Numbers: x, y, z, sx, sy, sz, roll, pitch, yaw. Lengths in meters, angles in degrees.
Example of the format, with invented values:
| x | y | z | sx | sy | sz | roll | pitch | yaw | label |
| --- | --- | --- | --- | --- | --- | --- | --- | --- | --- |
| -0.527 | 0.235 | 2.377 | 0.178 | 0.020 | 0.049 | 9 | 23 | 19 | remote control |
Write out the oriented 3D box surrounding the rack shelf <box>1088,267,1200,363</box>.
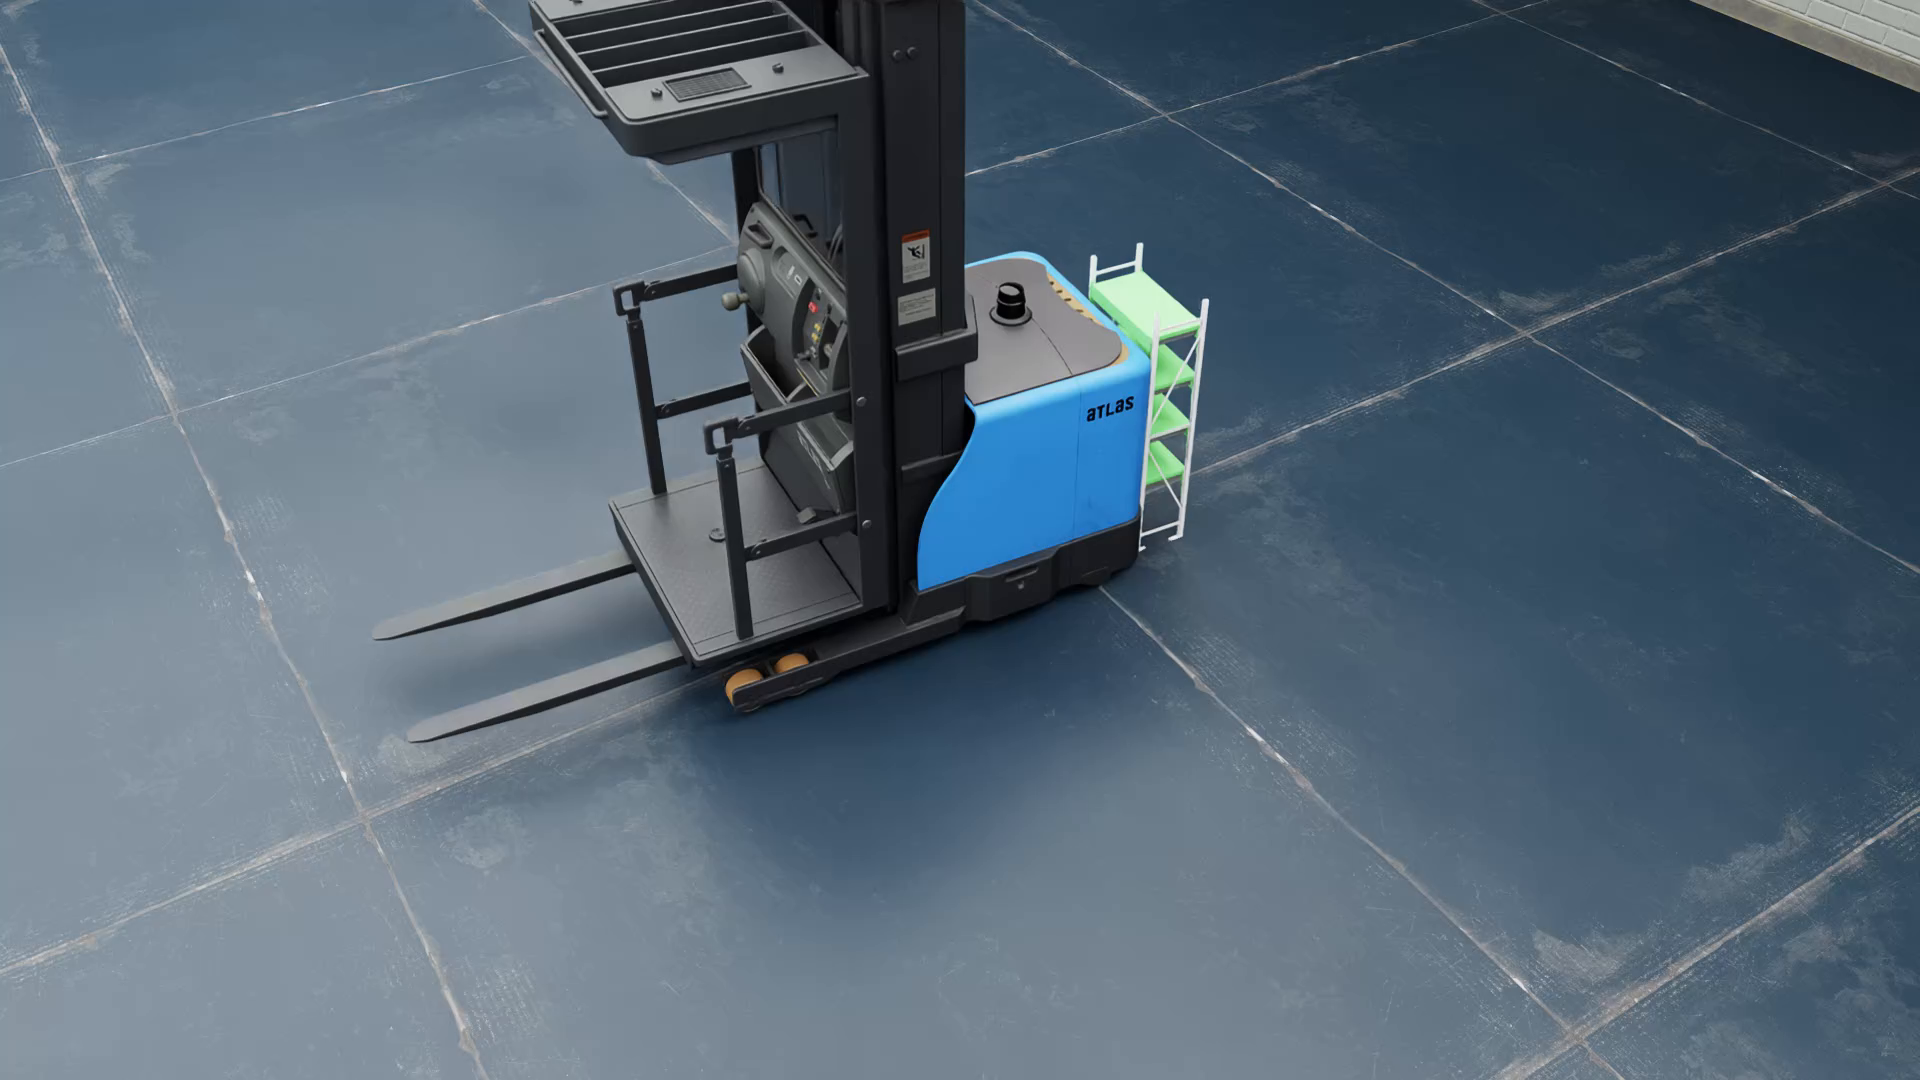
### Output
| x | y | z | sx | sy | sz | roll | pitch | yaw | label |
| --- | --- | --- | --- | --- | --- | --- | --- | --- | --- |
| 0.752 | -0.904 | 6.747 | 0.258 | 0.148 | 0.480 | -18 | 43 | -20 | rack shelf |

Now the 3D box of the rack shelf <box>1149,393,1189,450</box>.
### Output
| x | y | z | sx | sy | sz | roll | pitch | yaw | label |
| --- | --- | --- | --- | --- | --- | --- | --- | --- | --- |
| 0.752 | -0.535 | 7.054 | 0.258 | 0.148 | 0.480 | -18 | 43 | -20 | rack shelf |

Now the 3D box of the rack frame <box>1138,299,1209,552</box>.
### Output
| x | y | z | sx | sy | sz | roll | pitch | yaw | label |
| --- | --- | --- | --- | --- | --- | --- | --- | --- | --- |
| 0.862 | -0.445 | 6.846 | 0.240 | 1.200 | 0.015 | -18 | 43 | -20 | rack frame |

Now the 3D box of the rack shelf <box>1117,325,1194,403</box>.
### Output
| x | y | z | sx | sy | sz | roll | pitch | yaw | label |
| --- | --- | --- | --- | --- | --- | --- | --- | --- | --- |
| 0.752 | -0.719 | 6.901 | 0.258 | 0.148 | 0.480 | -18 | 43 | -20 | rack shelf |

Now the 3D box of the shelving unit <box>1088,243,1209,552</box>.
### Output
| x | y | z | sx | sy | sz | roll | pitch | yaw | label |
| --- | --- | --- | --- | --- | --- | --- | --- | --- | --- |
| 0.752 | -0.584 | 7.013 | 0.258 | 1.200 | 0.503 | -18 | 43 | -20 | shelving unit |

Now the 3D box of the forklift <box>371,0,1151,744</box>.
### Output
| x | y | z | sx | sy | sz | roll | pitch | yaw | label |
| --- | --- | --- | --- | --- | --- | --- | --- | --- | --- |
| -0.795 | -0.848 | 5.978 | 3.031 | 2.935 | 1.130 | -18 | 43 | -20 | forklift |

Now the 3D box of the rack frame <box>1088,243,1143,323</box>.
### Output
| x | y | z | sx | sy | sz | roll | pitch | yaw | label |
| --- | --- | --- | --- | --- | --- | --- | --- | --- | --- |
| 0.642 | -0.723 | 7.181 | 0.240 | 1.200 | 0.015 | -18 | 43 | -20 | rack frame |

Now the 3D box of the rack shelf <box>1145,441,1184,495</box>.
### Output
| x | y | z | sx | sy | sz | roll | pitch | yaw | label |
| --- | --- | --- | --- | --- | --- | --- | --- | --- | --- |
| 0.752 | -0.350 | 7.208 | 0.258 | 0.148 | 0.480 | -18 | 43 | -20 | rack shelf |
